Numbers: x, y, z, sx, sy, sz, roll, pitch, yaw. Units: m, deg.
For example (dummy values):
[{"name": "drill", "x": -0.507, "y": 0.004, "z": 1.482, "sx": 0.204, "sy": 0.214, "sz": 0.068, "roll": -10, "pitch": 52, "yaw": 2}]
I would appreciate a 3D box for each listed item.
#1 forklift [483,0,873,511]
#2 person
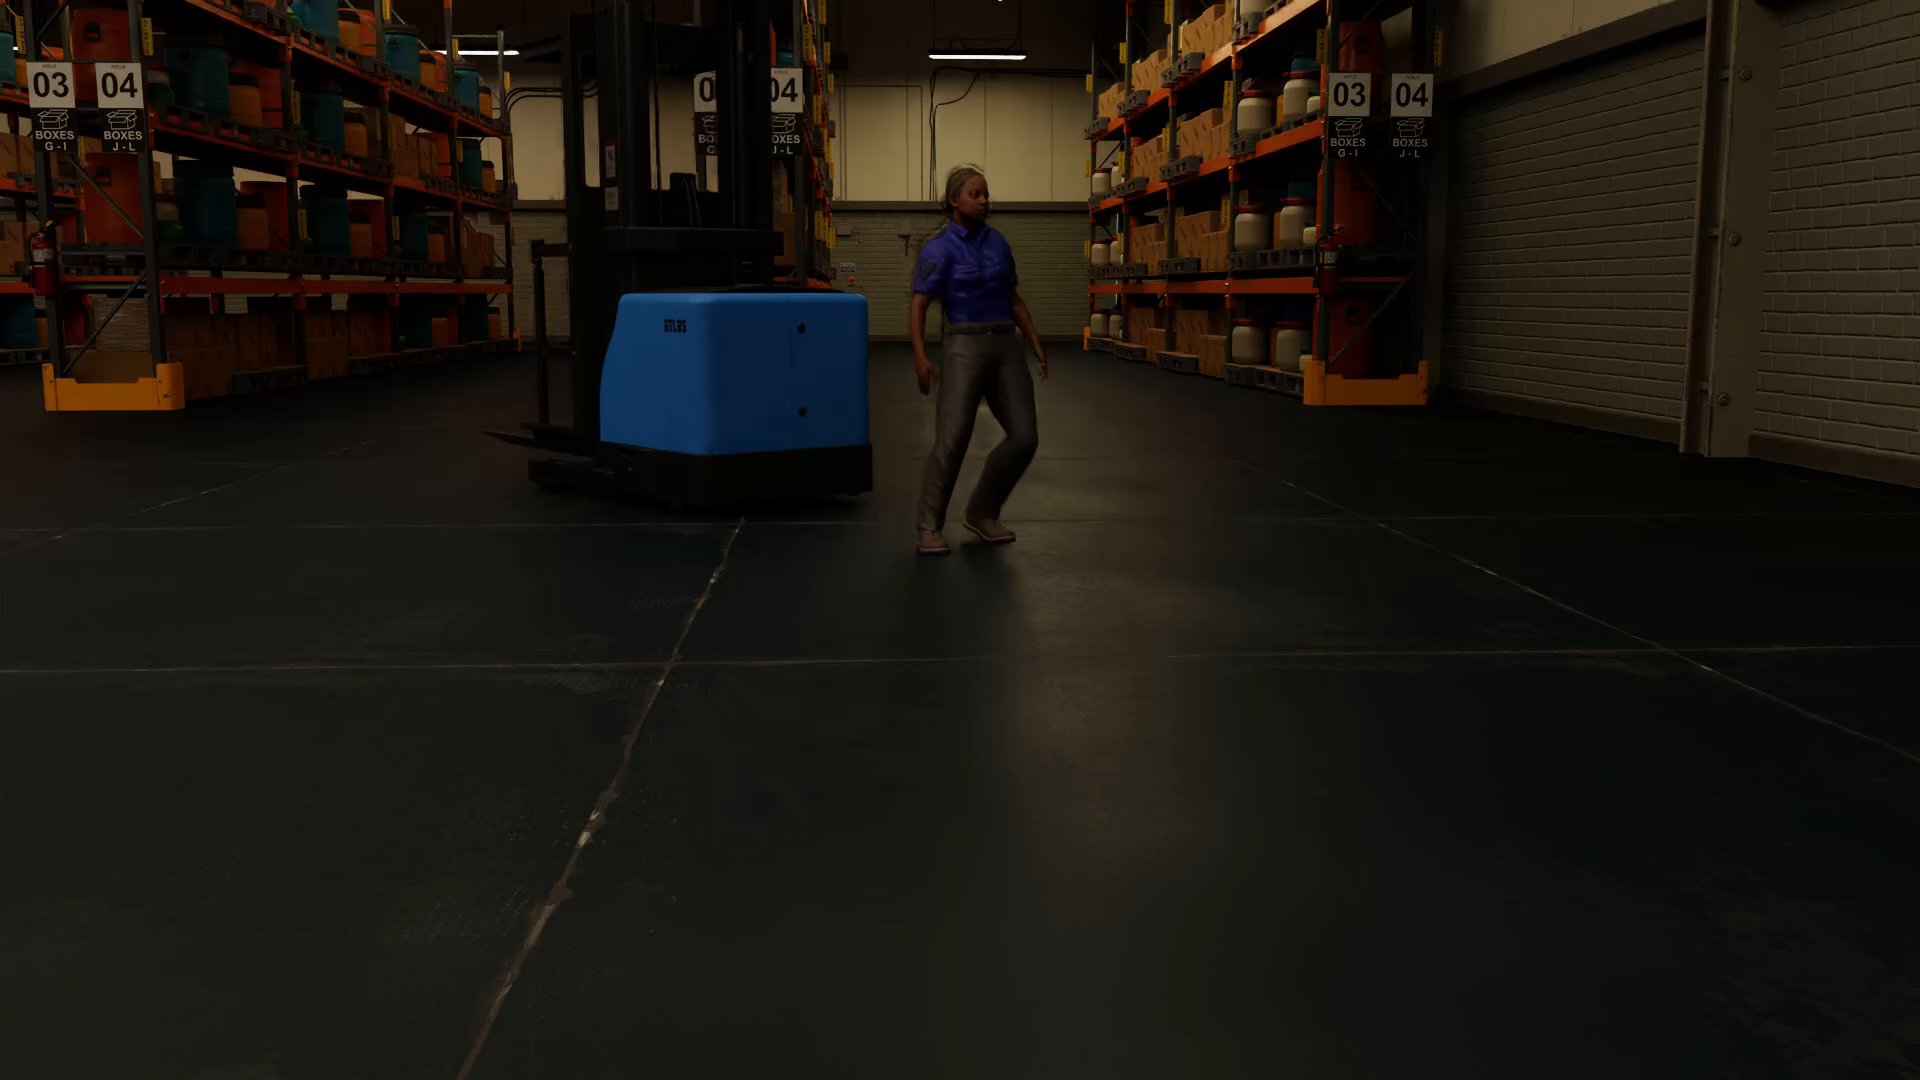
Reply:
[{"name": "forklift", "x": -1.758, "y": -1.759, "z": 9.175, "sx": 1.130, "sy": 2.935, "sz": 3.031, "roll": -7, "pitch": 11, "yaw": -38}, {"name": "person", "x": 0.053, "y": -0.772, "z": 7.065, "sx": 0.671, "sy": 1.601, "sz": 0.449, "roll": -5, "pitch": 10, "yaw": -32}]
